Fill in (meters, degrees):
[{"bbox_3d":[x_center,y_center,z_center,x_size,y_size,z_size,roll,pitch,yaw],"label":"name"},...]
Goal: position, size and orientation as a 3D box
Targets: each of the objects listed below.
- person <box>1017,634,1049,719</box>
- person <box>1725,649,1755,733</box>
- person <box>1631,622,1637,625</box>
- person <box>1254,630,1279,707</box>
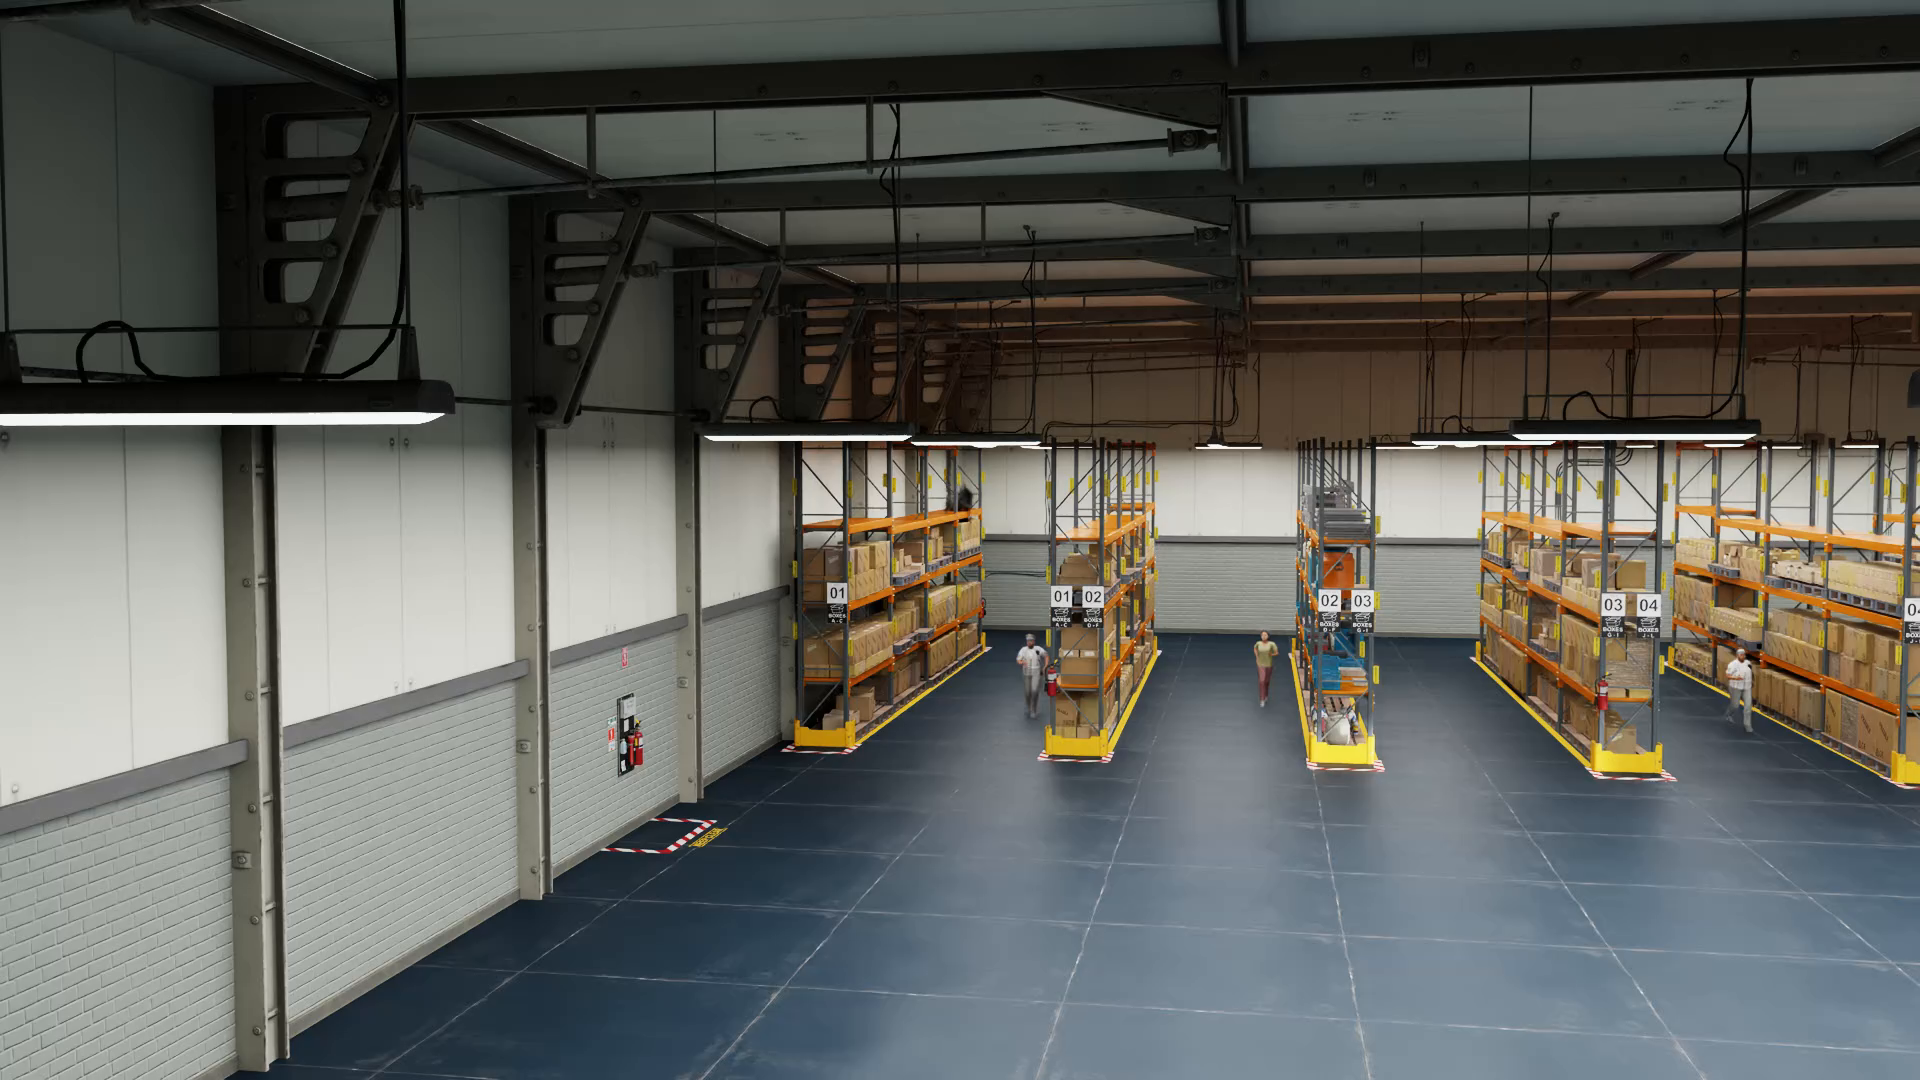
[{"bbox_3d":[1.561,2.949,36.121,0.670,1.830,0.822,1,3,12],"label":"person"},{"bbox_3d":[16.064,3.067,34.230,0.606,1.666,0.924,0,3,2],"label":"person"},{"bbox_3d":[17.697,2.538,43.728,0.720,1.746,0.913,1,3,12],"label":"person"},{"bbox_3d":[6.947,2.891,37.706,0.555,1.703,0.874,1,3,11],"label":"person"}]
